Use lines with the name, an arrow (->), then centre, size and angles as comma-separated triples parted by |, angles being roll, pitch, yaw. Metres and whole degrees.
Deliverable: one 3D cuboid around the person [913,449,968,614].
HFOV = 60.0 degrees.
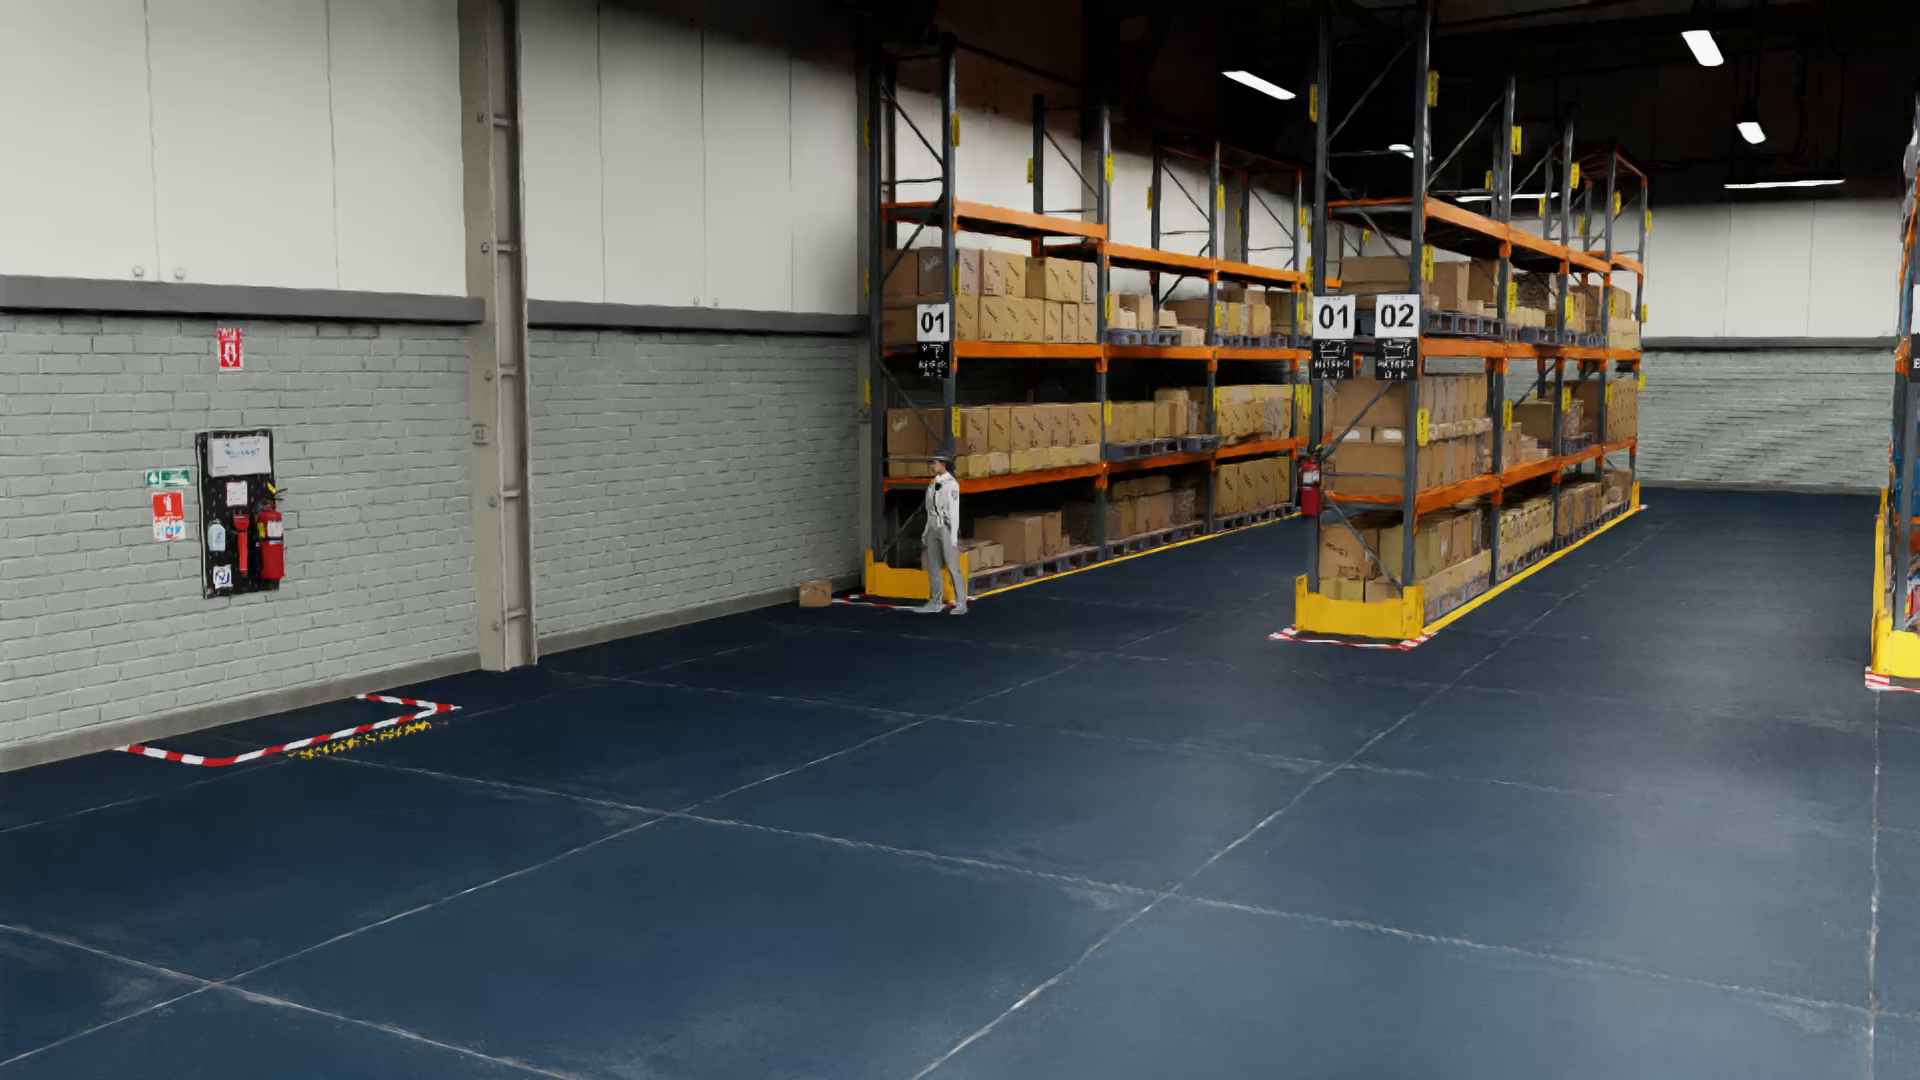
person -> -0.178, -0.082, 16.962 | 0.449, 1.688, 0.534 | -3, 7, -28
